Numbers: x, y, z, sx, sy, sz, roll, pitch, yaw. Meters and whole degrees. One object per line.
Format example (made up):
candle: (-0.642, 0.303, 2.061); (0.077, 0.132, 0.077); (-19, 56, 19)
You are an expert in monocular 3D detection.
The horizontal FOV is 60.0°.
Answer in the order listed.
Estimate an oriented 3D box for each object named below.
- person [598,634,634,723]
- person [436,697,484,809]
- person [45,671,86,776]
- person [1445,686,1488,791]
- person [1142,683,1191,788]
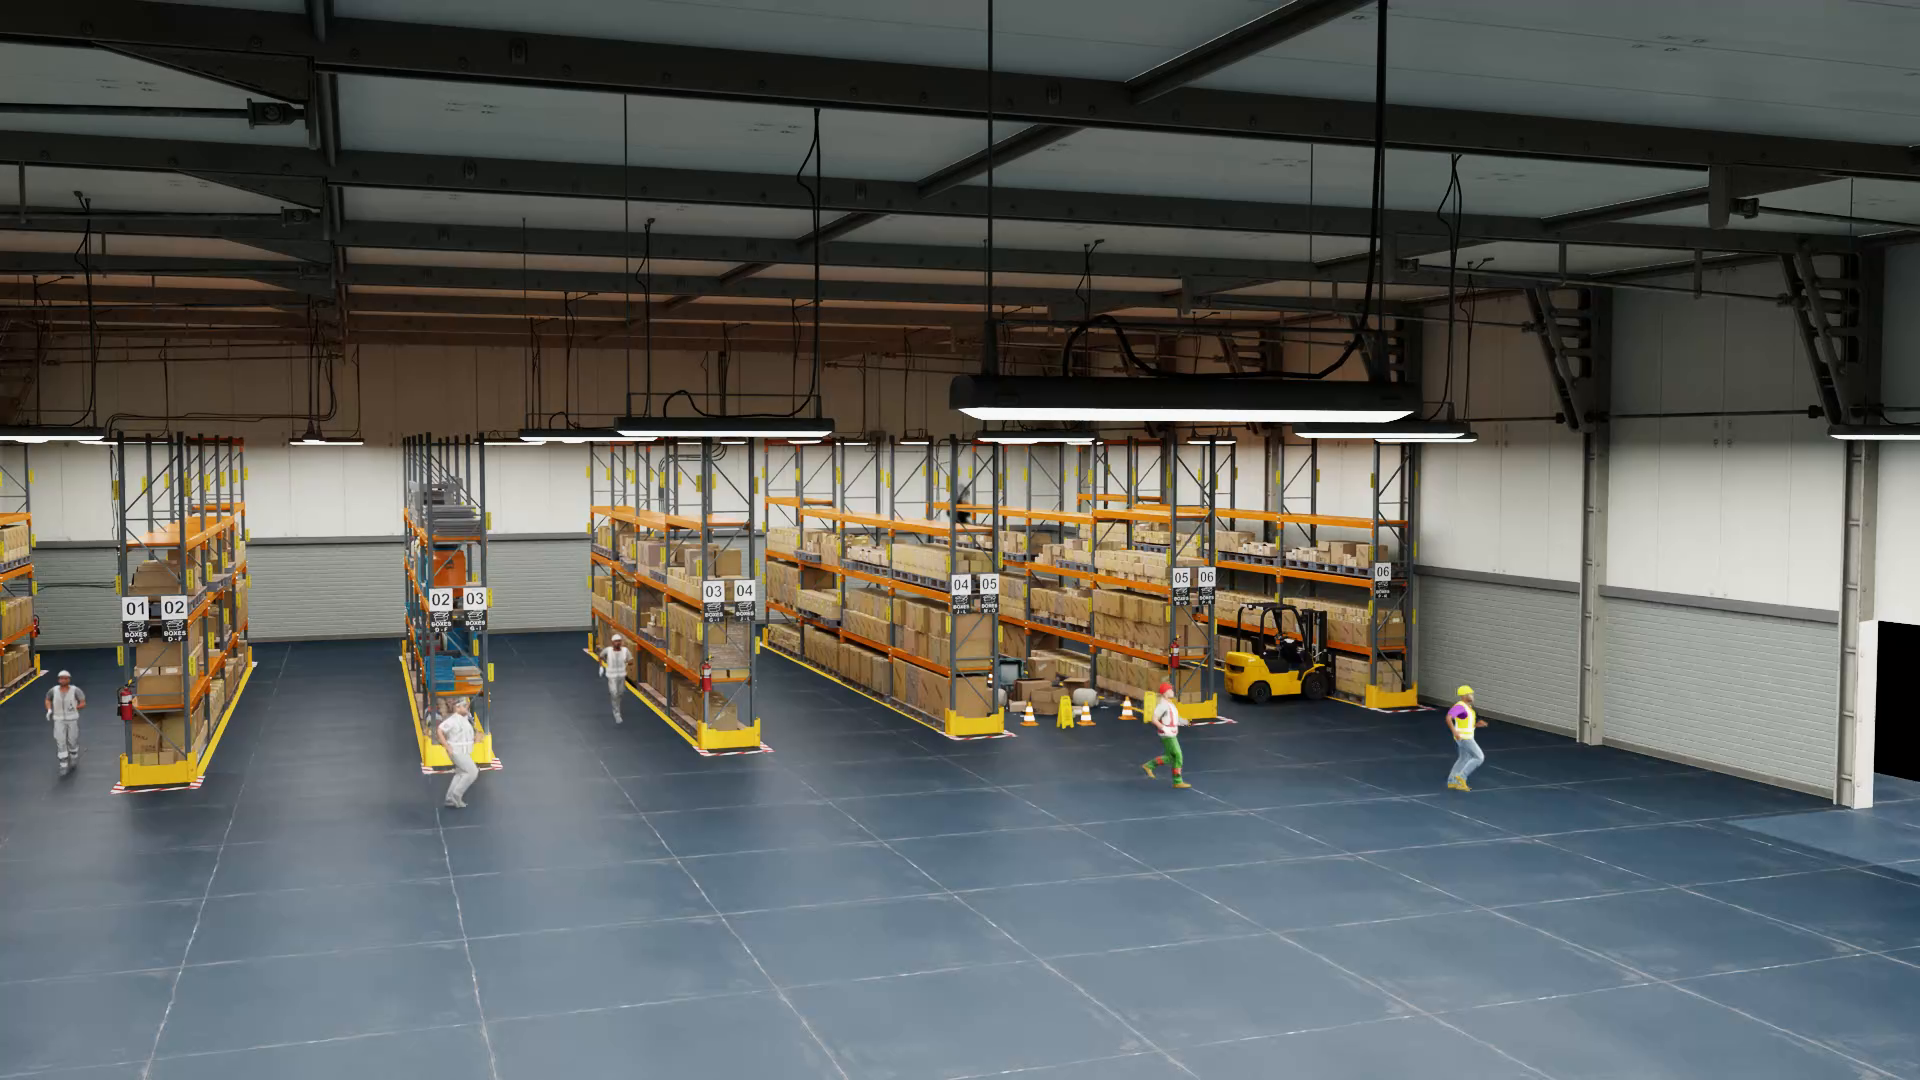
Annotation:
person: (-7.195, 2.869, 34.849); (0.674, 1.803, 0.956); (-2, 4, -26)
person: (-7.892, 3.369, 26.425); (0.663, 1.758, 0.655); (0, 3, 1)
person: (-15.771, 3.192, 29.324); (0.651, 1.796, 0.862); (-1, 3, -22)
person: (8.454, 3.306, 27.722); (0.666, 1.747, 0.695); (1, 3, 20)
person: (3.477, 3.290, 28.009); (0.867, 1.760, 0.669); (1, 3, 19)
